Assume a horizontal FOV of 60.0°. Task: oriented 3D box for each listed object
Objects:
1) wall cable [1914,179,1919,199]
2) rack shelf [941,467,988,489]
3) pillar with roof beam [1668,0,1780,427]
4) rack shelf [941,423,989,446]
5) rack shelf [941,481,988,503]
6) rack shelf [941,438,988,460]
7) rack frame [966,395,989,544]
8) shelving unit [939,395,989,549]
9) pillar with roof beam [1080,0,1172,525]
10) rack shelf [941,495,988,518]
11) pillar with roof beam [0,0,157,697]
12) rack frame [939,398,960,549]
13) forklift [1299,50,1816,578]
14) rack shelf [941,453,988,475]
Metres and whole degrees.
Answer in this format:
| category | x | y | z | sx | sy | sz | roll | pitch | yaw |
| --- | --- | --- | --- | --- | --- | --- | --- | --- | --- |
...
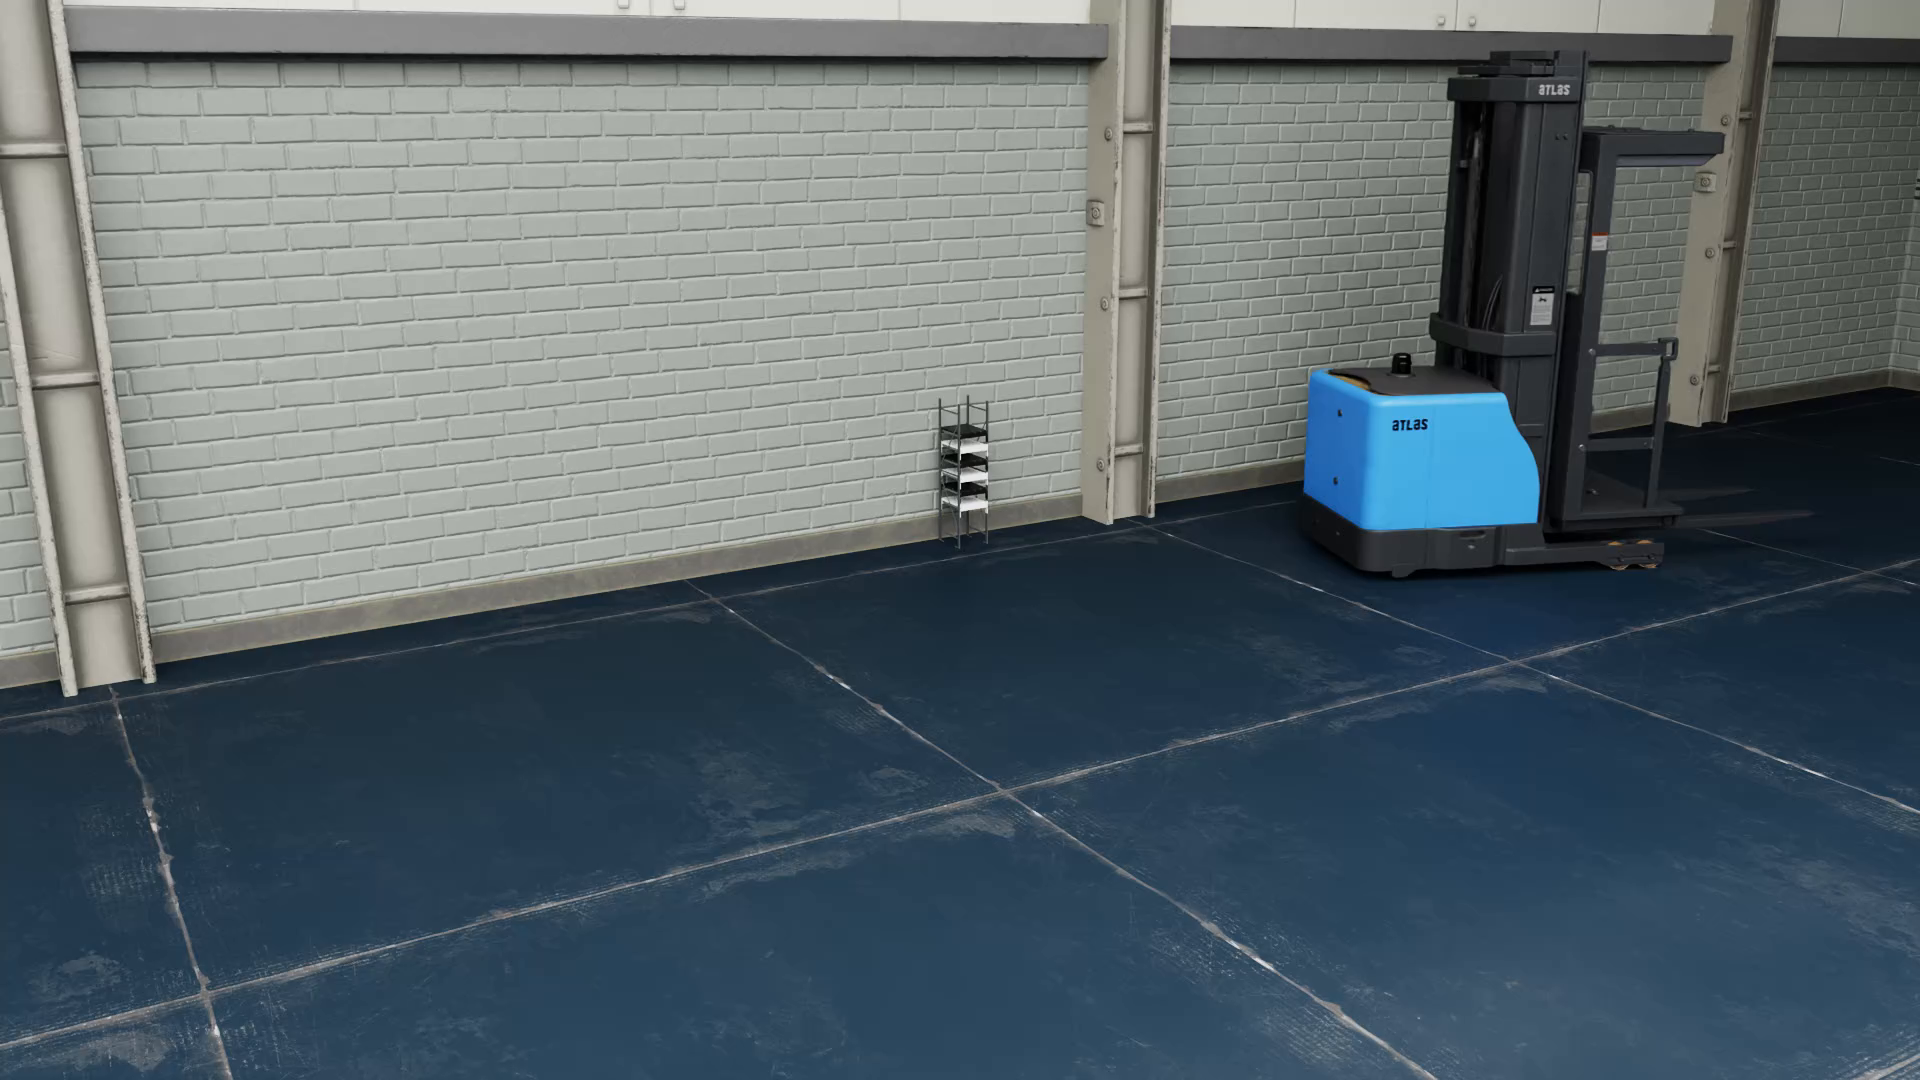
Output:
| category | x | y | z | sx | sy | sz | roll | pitch | yaw |
| --- | --- | --- | --- | --- | --- | --- | --- | --- | --- |
| wall cable | 9.389 | -3.937 | 13.537 | 0.112 | 2.526 | 3.097 | -9 | 18 | -30 |
| rack shelf | 0.021 | -0.389 | 10.254 | 0.200 | 0.077 | 0.258 | -10 | 18 | -31 |
| pillar with roof beam | 8.400 | -4.333 | 9.195 | 0.400 | 9.000 | 9.100 | -9 | 18 | -30 |
| rack shelf | 0.021 | -0.649 | 10.181 | 0.200 | 0.077 | 0.258 | -10 | 18 | -31 |
| rack shelf | 0.021 | -0.303 | 10.278 | 0.200 | 0.077 | 0.258 | -10 | 18 | -31 |
| rack shelf | 0.021 | -0.562 | 10.205 | 0.200 | 0.077 | 0.258 | -10 | 18 | -31 |
| rack frame | 0.107 | -0.436 | 10.297 | 0.006 | 0.900 | 0.240 | -10 | 18 | -31 |
| shelving unit | 0.021 | -0.421 | 10.245 | 0.210 | 0.900 | 0.258 | -10 | 18 | -31 |
| pillar with roof beam | 3.257 | -3.499 | 6.220 | 0.400 | 9.000 | 9.100 | -9 | 18 | -30 |
| rack shelf | 0.021 | -0.216 | 10.303 | 0.200 | 0.077 | 0.258 | -10 | 18 | -31 |
| pillar with roof beam | -1.887 | -2.665 | 3.244 | 0.400 | 9.000 | 9.100 | -9 | 18 | -30 |
| rack frame | -0.065 | -0.407 | 10.193 | 0.006 | 0.900 | 0.240 | -10 | 18 | -31 |
| forklift | 3.685 | -1.369 | 9.865 | 3.031 | 2.935 | 1.130 | -3 | 16 | -10 |
| rack shelf | 0.021 | -0.476 | 10.229 | 0.200 | 0.077 | 0.258 | -10 | 18 | -31 |
